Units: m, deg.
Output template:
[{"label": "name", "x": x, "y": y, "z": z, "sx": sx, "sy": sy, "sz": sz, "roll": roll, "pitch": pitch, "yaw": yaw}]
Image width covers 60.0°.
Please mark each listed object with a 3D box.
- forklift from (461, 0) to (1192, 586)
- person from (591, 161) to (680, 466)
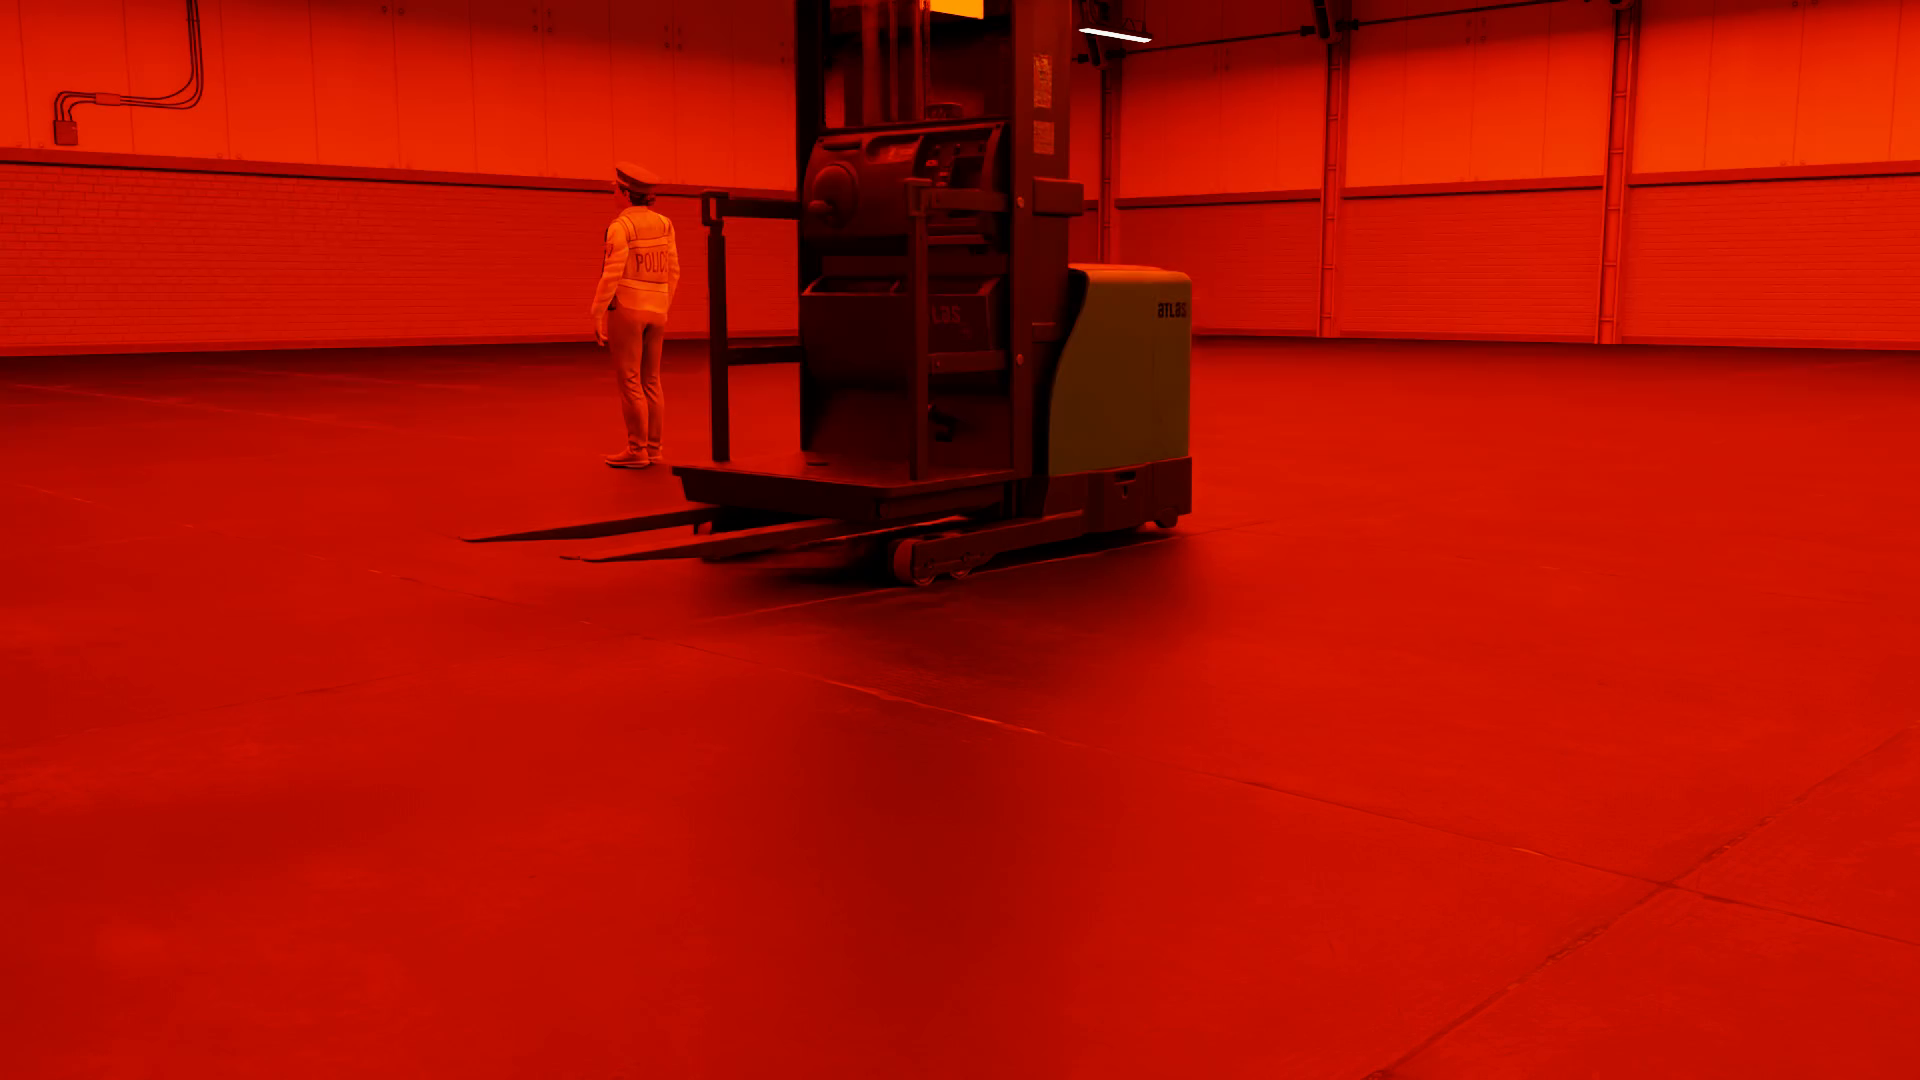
[{"label": "forklift", "x": -0.353, "y": -1.374, "z": 6.000, "sx": 1.130, "sy": 2.935, "sz": 3.031, "roll": 7, "pitch": 11, "yaw": 39}, {"label": "person", "x": -1.869, "y": -1.261, "z": 9.352, "sx": 0.530, "sy": 1.694, "sz": 0.587, "roll": 6, "pitch": 10, "yaw": 35}]
